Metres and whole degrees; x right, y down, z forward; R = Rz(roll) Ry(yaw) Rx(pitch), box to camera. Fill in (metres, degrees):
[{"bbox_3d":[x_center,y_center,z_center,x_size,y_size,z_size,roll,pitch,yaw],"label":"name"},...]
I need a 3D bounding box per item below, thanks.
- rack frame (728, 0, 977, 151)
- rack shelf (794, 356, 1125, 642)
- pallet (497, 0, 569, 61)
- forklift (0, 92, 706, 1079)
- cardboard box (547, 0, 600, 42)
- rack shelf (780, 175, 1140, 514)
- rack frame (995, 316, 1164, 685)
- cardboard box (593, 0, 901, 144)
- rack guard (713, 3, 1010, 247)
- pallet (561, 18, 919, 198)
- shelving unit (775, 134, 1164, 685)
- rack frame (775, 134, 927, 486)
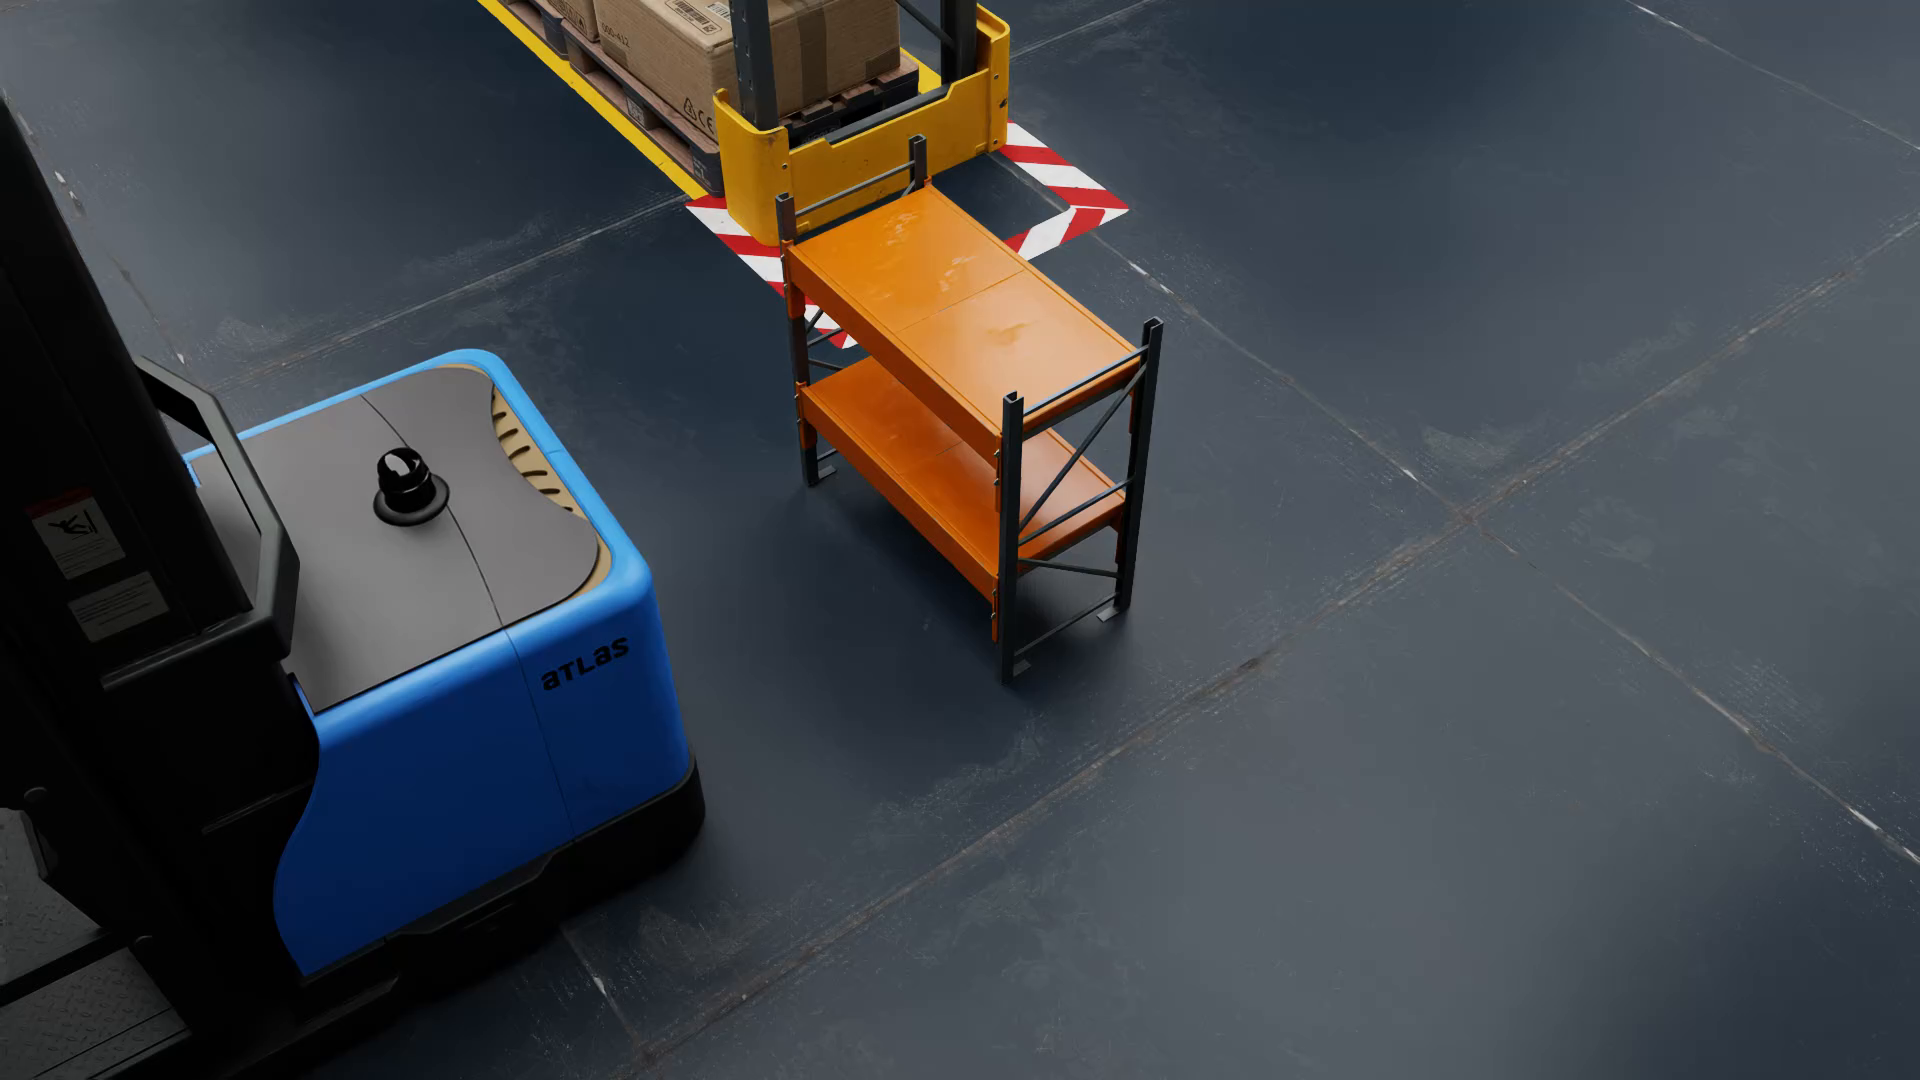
[{"bbox_3d":[-0.367,-2.465,5.460,1.000,3.000,0.127,-29,54,-24],"label":"rack frame"},{"bbox_3d":[0.004,-0.210,5.011,0.538,0.278,1.000,-29,54,-24],"label":"rack shelf"},{"bbox_3d":[-1.648,-2.684,7.541,1.003,0.211,1.213,-29,54,-24],"label":"pallet"},{"bbox_3d":[-2.198,0.120,3.163,3.031,2.935,1.130,-26,53,-22],"label":"forklift"},{"bbox_3d":[-1.407,-2.626,7.052,0.875,0.438,0.875,-28,54,-23],"label":"cardboard box"},{"bbox_3d":[0.004,-0.570,4.613,0.538,0.278,1.000,-29,54,-24],"label":"rack shelf"},{"bbox_3d":[0.312,-0.074,4.558,0.500,1.125,0.032,-29,54,-24],"label":"rack frame"},{"bbox_3d":[-0.847,-2.090,6.566,0.875,0.438,0.875,-31,55,-25],"label":"cardboard box"},{"bbox_3d":[-0.353,-1.612,6.374,1.175,0.500,0.348,-29,54,-24],"label":"rack guard"},{"bbox_3d":[-0.914,-1.965,6.889,1.003,0.211,1.213,-29,54,-24],"label":"pallet"},{"bbox_3d":[0.004,-0.374,4.830,0.538,1.125,1.048,-29,54,-24],"label":"shelving unit"},{"bbox_3d":[-0.304,-0.674,5.101,0.500,1.125,0.032,-29,54,-24],"label":"rack frame"}]
